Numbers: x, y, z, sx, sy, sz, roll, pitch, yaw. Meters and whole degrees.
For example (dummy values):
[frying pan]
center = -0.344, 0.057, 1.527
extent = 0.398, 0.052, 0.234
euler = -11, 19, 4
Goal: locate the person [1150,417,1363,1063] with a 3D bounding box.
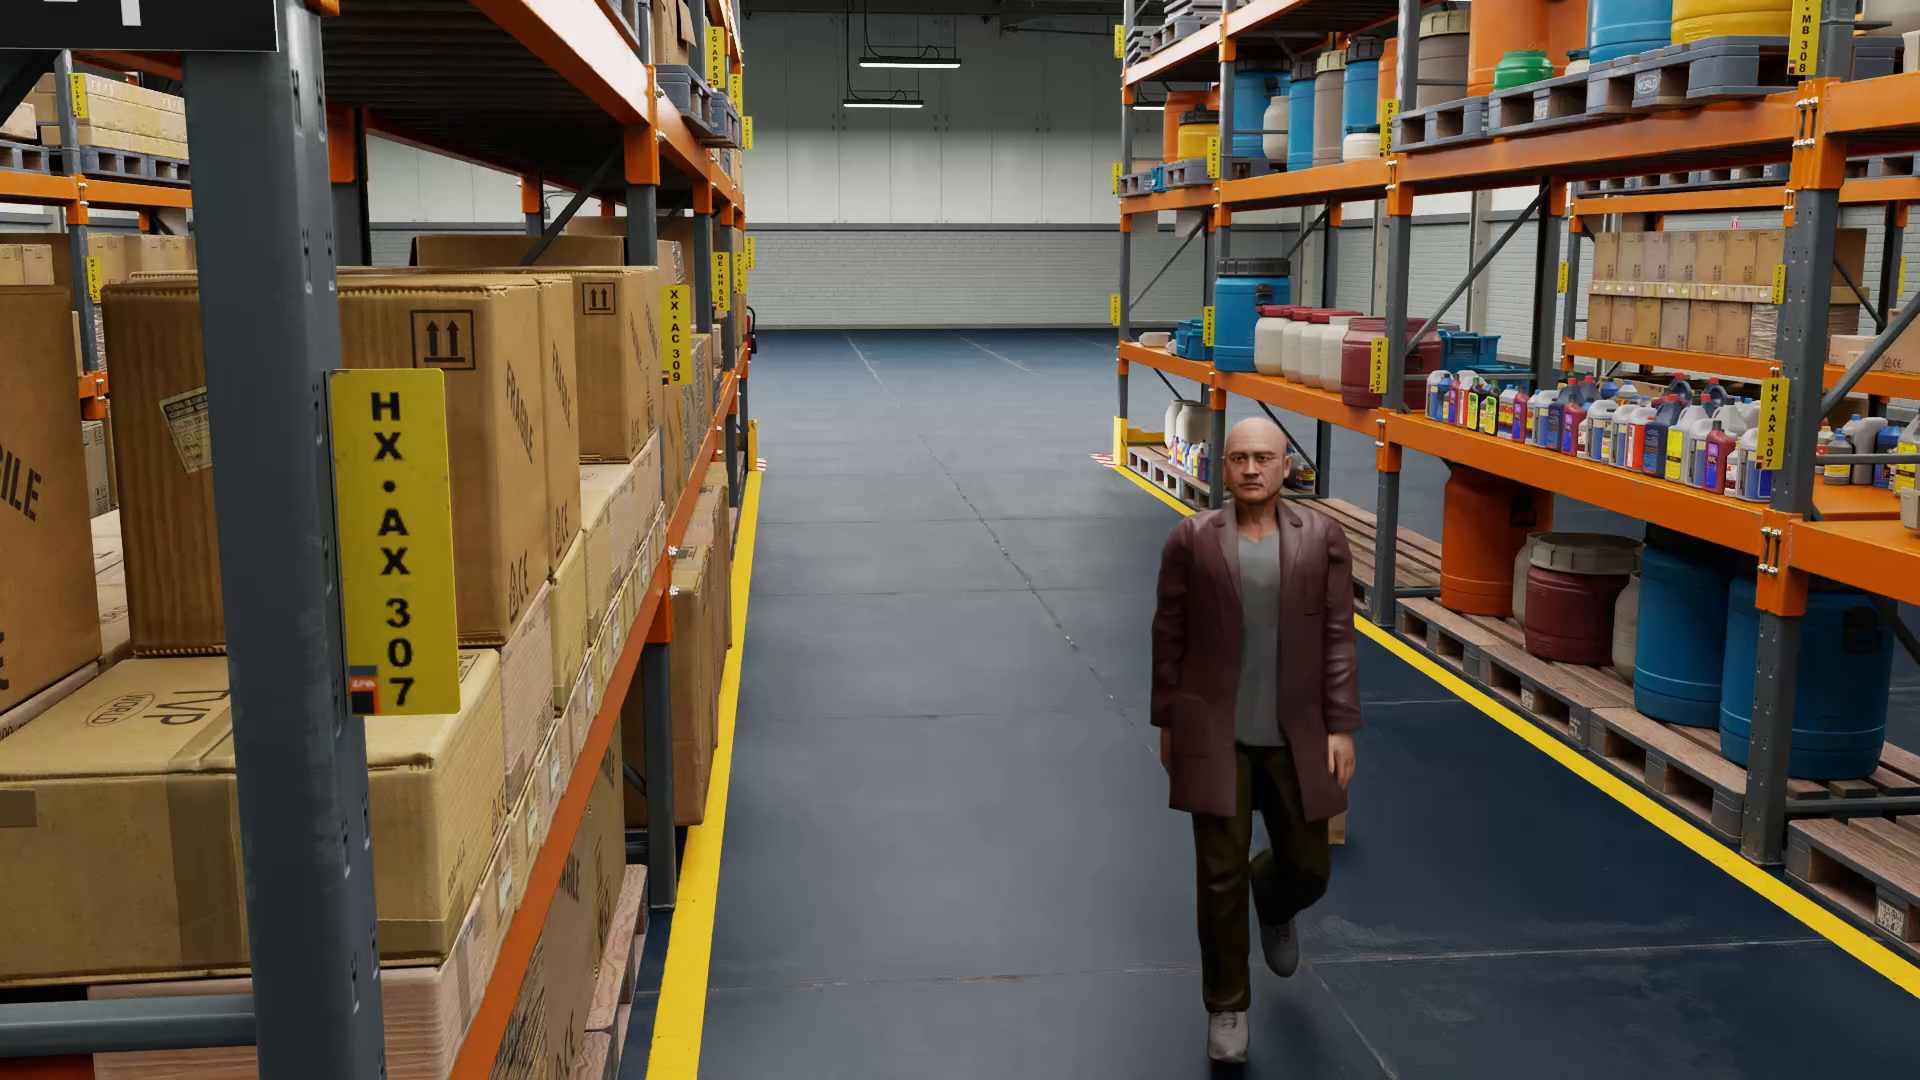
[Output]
[person]
center = 0.837, 0.530, 4.734
extent = 0.588, 1.761, 0.724
euler = 1, 10, 4
